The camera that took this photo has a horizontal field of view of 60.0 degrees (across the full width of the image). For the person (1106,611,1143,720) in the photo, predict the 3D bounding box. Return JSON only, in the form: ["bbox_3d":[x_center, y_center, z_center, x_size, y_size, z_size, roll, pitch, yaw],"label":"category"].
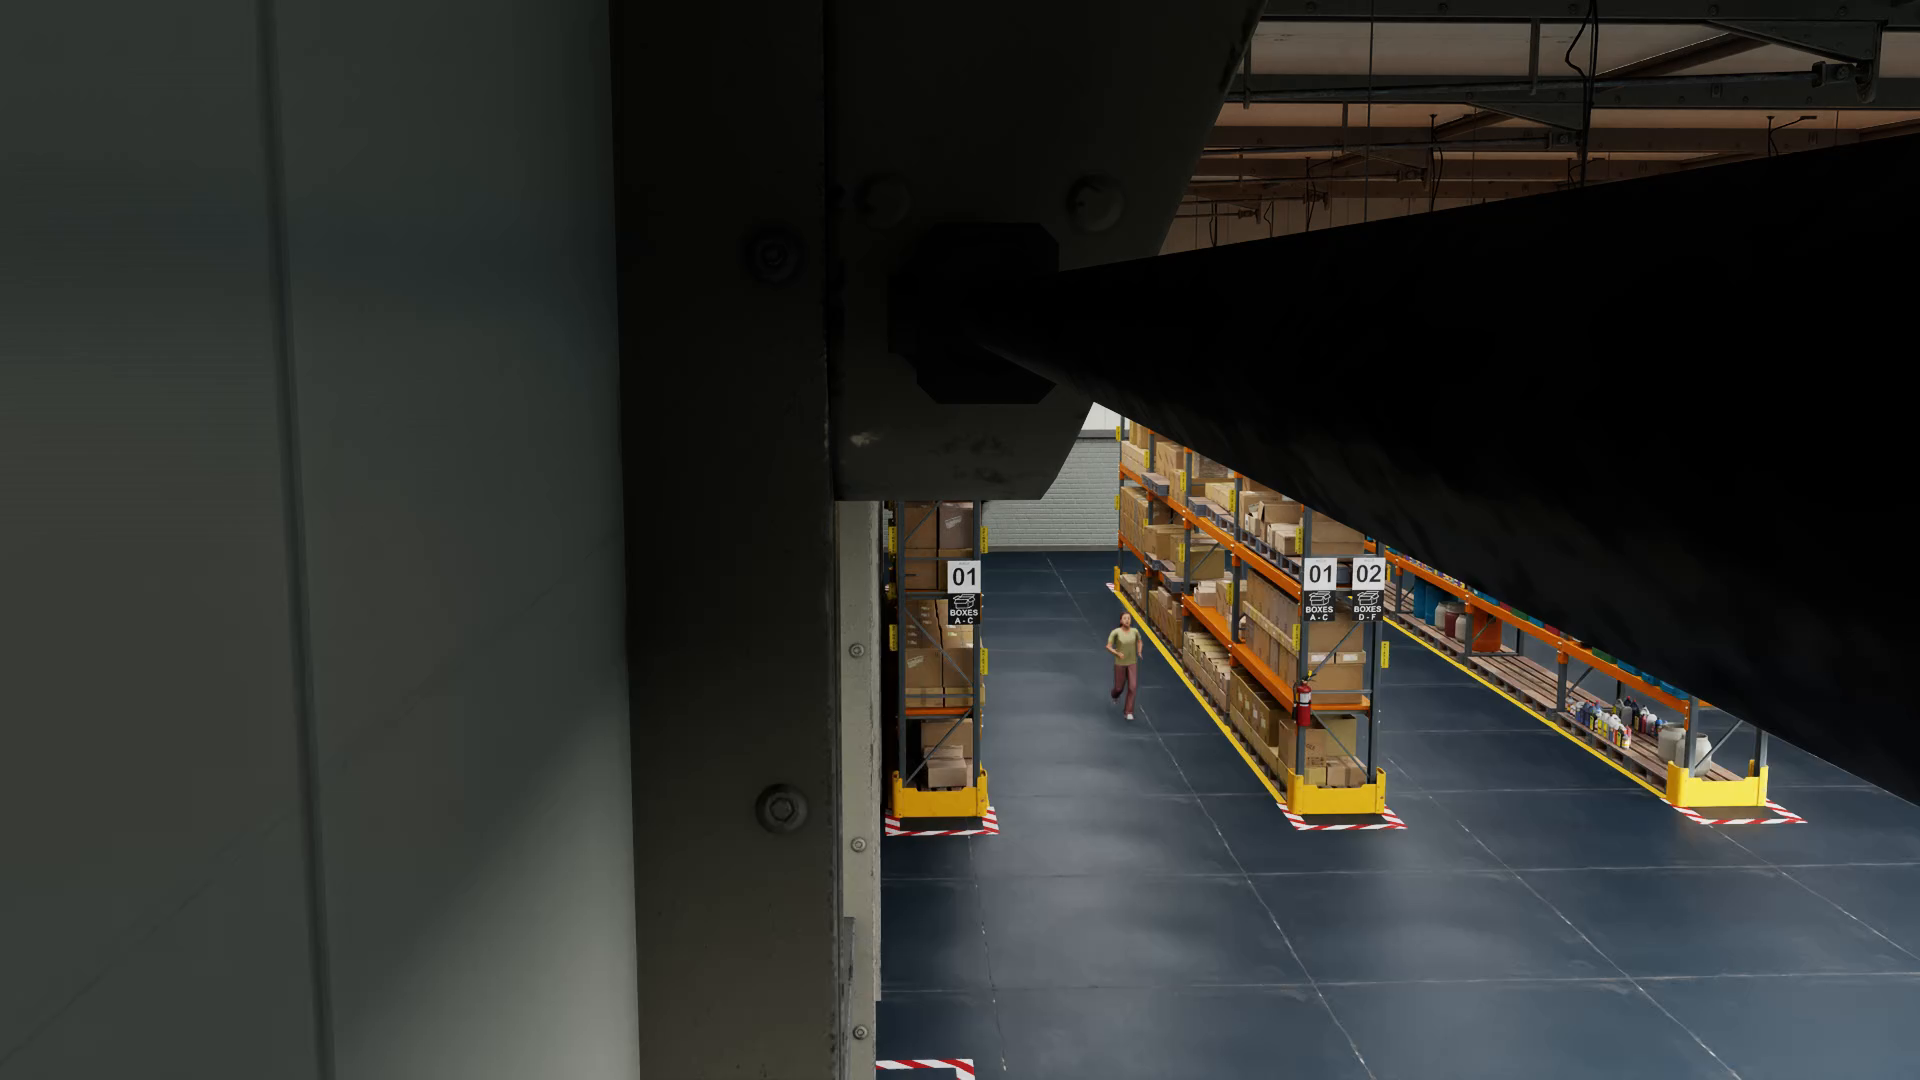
[{"bbox_3d":[2.525,1.885,25.356,0.588,1.628,0.758,-1,8,-9],"label":"person"}]
